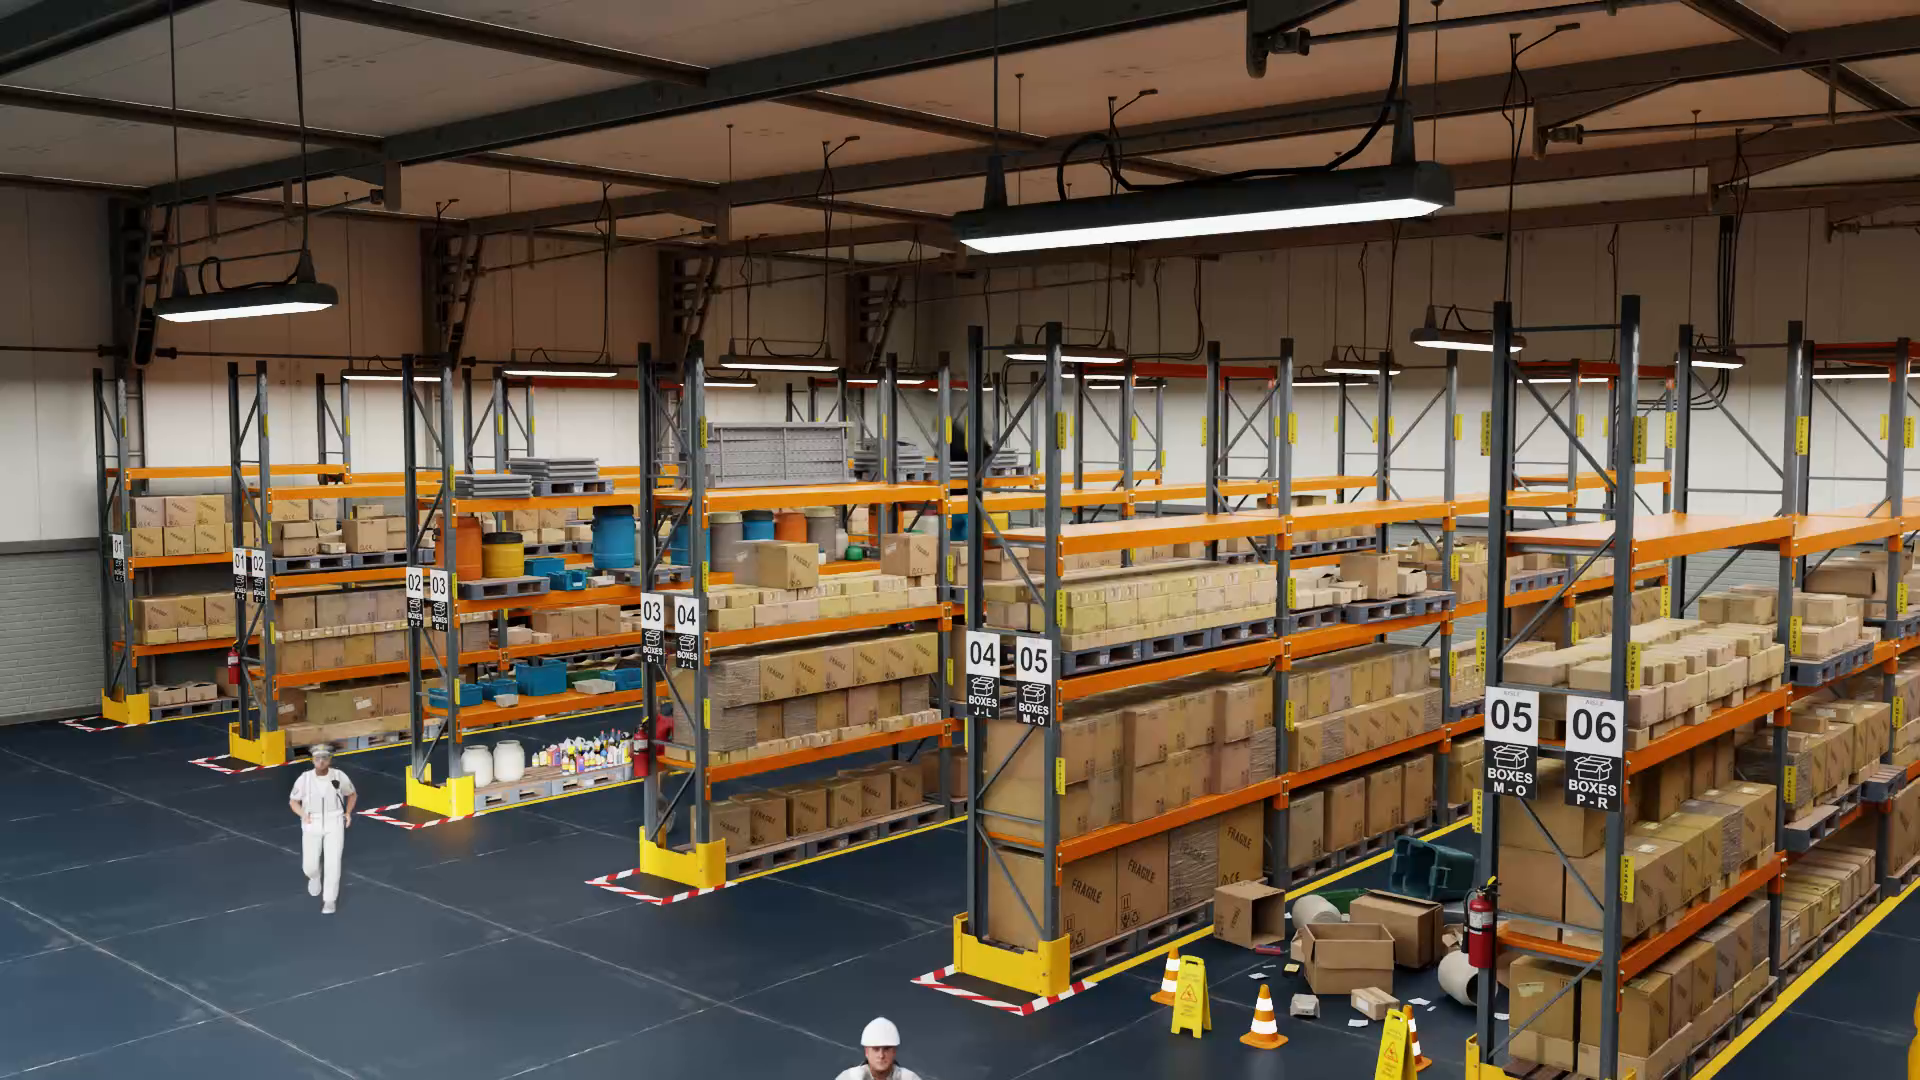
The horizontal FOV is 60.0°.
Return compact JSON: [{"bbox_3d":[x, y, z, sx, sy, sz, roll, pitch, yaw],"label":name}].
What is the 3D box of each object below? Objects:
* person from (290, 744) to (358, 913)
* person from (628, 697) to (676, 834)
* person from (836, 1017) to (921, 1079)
[{"bbox_3d":[-6.699,3.003,17.530,0.669,1.737,0.747,-2,4,-20],"label":"person"},{"bbox_3d":[-3.812,2.801,20.653,0.659,1.713,0.645,3,5,34],"label":"person"},{"bbox_3d":[-0.459,3.598,9.345,0.627,1.833,0.753,-1,4,-9],"label":"person"}]
